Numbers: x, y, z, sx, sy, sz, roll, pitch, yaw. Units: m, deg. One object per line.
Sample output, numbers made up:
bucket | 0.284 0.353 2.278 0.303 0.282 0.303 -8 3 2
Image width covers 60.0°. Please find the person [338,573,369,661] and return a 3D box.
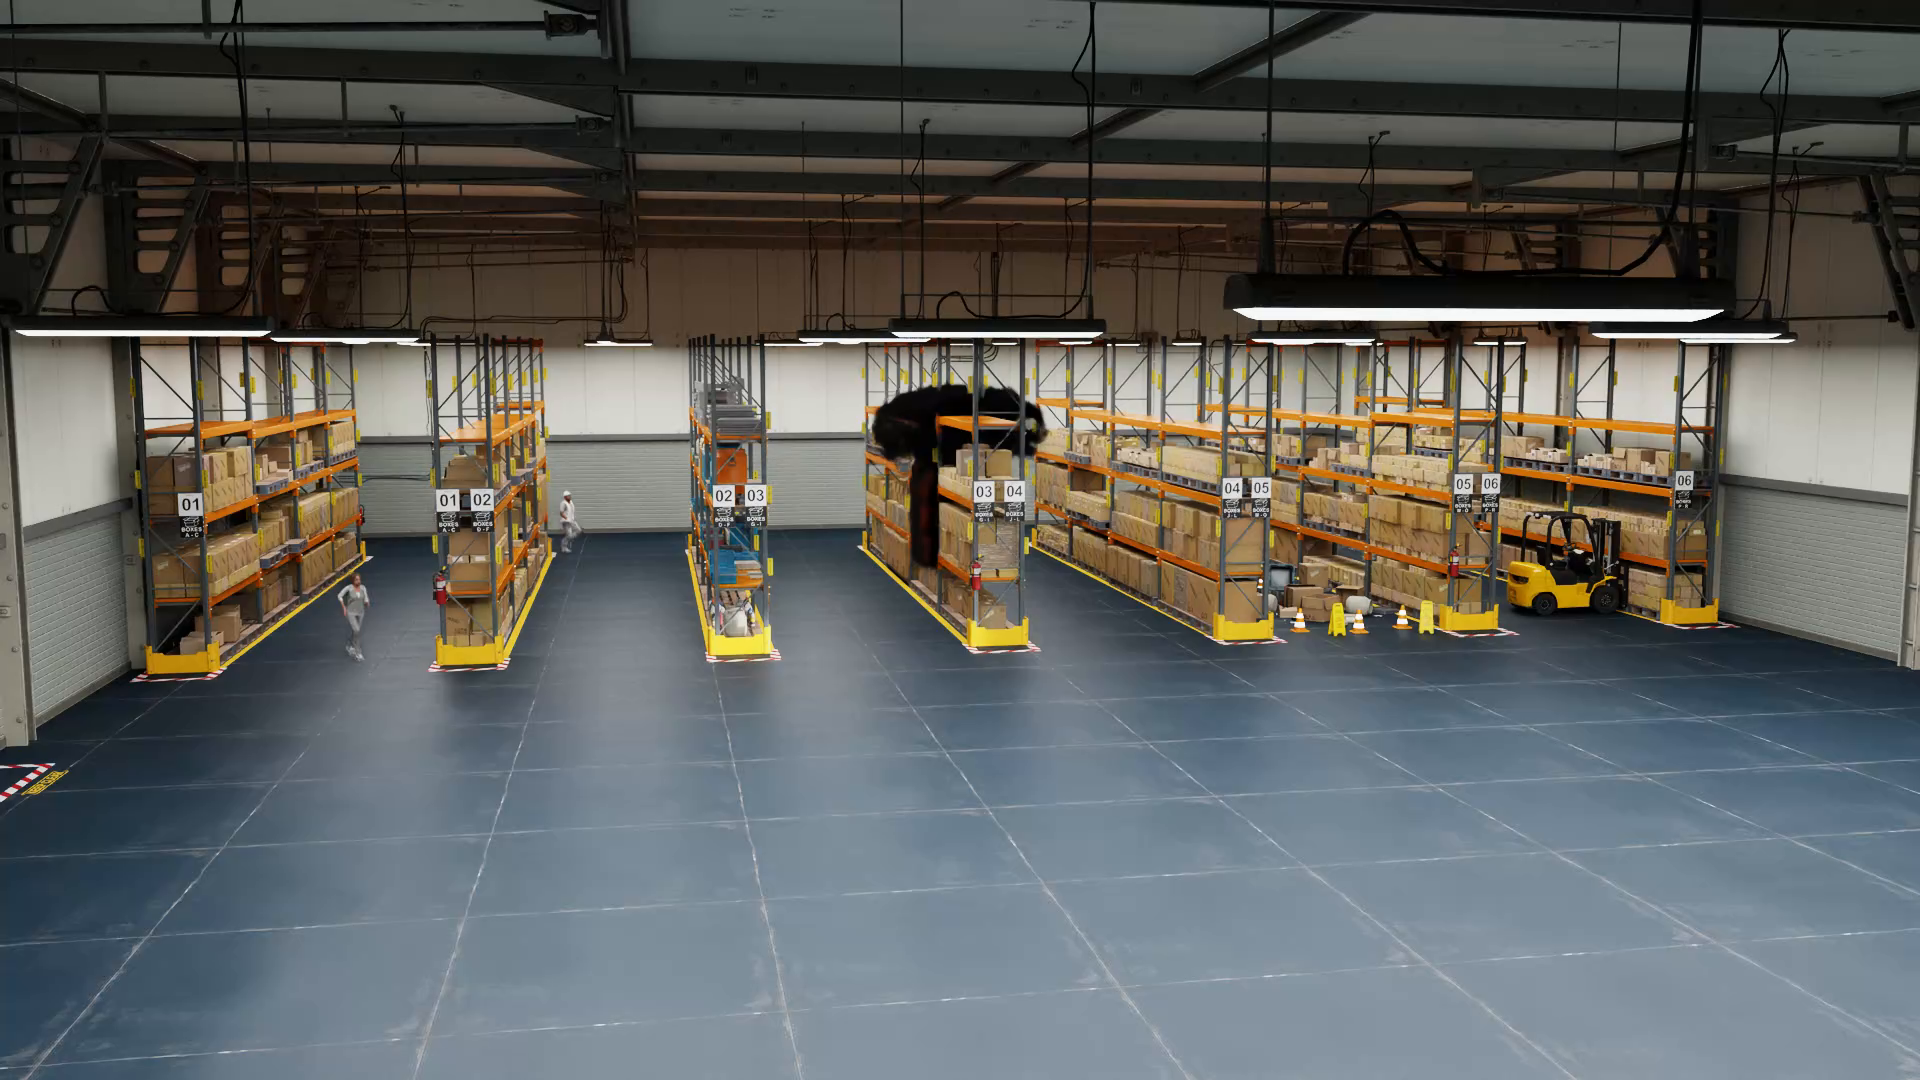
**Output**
person | -11.216 1.416 30.834 0.835 1.633 0.474 6 9 40

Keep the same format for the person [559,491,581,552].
person | -11.004 -0.521 46.906 0.547 1.740 0.711 2 7 13
